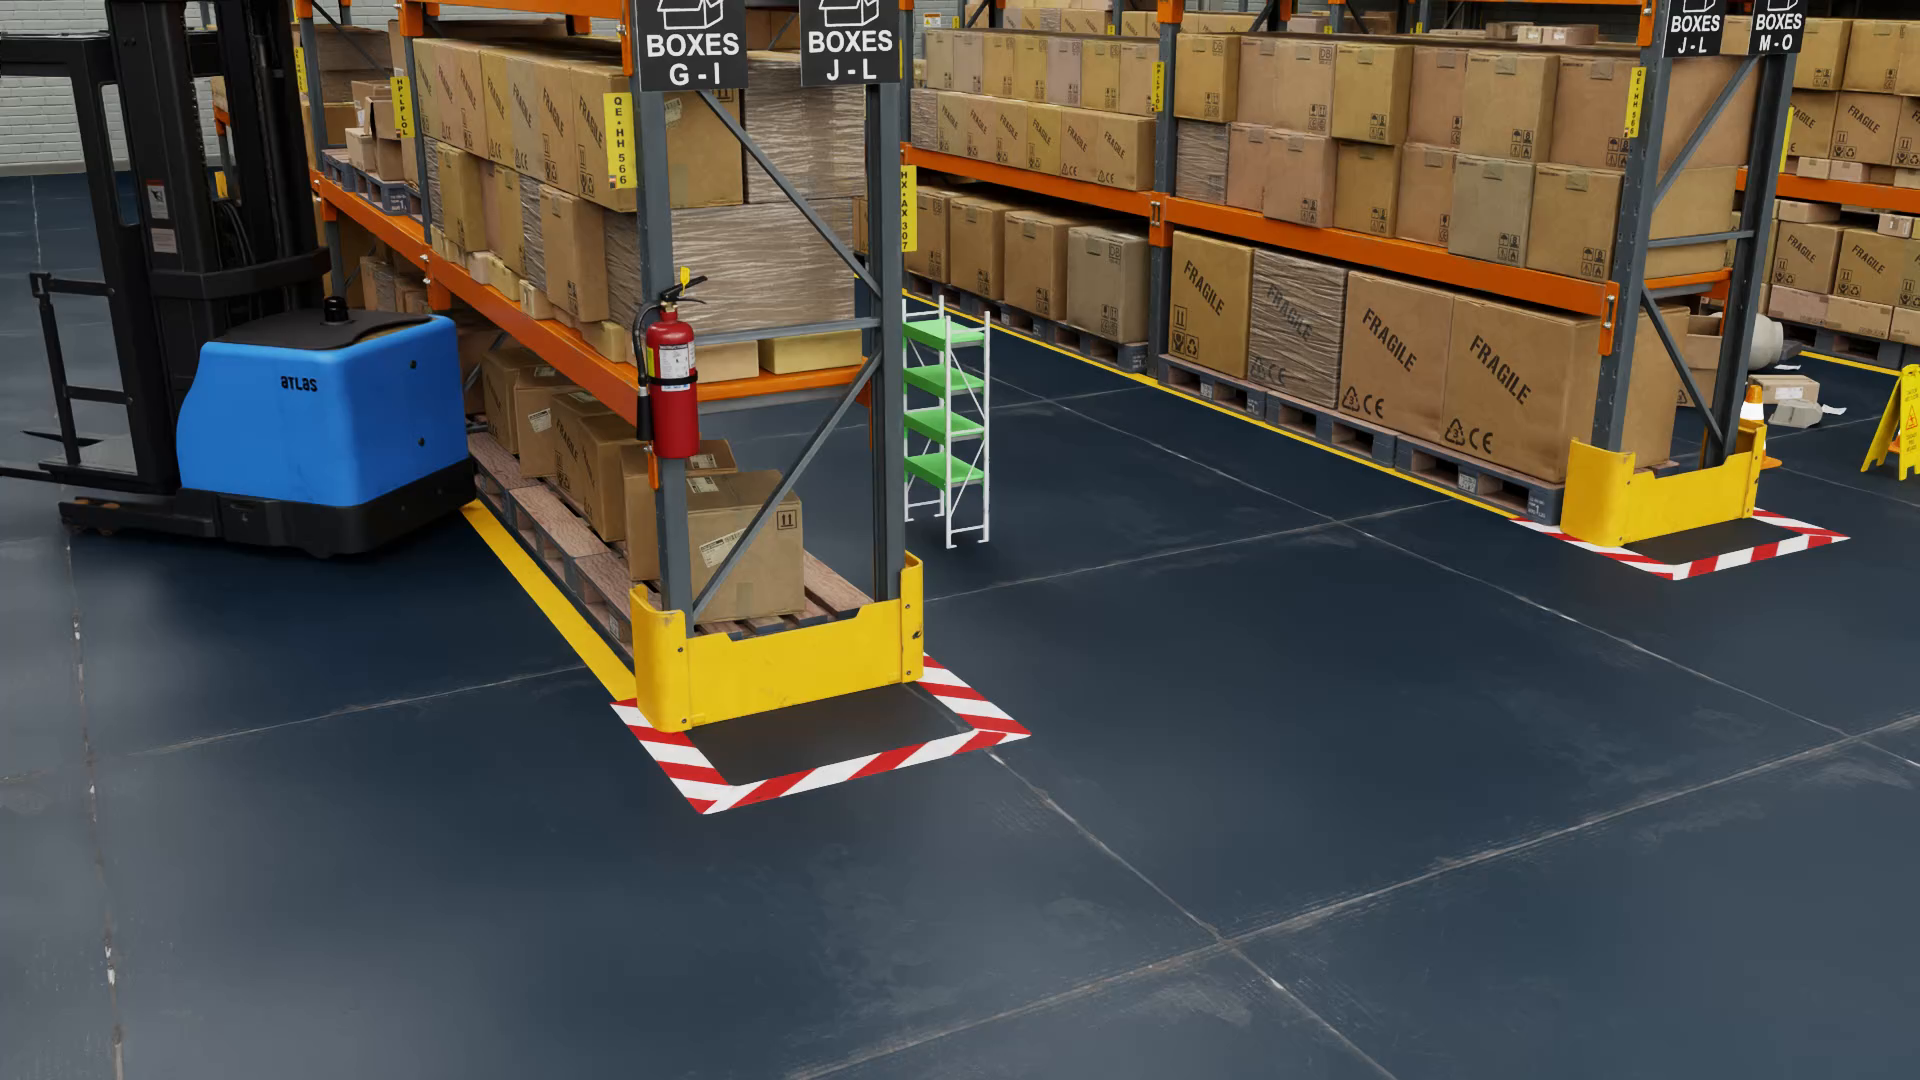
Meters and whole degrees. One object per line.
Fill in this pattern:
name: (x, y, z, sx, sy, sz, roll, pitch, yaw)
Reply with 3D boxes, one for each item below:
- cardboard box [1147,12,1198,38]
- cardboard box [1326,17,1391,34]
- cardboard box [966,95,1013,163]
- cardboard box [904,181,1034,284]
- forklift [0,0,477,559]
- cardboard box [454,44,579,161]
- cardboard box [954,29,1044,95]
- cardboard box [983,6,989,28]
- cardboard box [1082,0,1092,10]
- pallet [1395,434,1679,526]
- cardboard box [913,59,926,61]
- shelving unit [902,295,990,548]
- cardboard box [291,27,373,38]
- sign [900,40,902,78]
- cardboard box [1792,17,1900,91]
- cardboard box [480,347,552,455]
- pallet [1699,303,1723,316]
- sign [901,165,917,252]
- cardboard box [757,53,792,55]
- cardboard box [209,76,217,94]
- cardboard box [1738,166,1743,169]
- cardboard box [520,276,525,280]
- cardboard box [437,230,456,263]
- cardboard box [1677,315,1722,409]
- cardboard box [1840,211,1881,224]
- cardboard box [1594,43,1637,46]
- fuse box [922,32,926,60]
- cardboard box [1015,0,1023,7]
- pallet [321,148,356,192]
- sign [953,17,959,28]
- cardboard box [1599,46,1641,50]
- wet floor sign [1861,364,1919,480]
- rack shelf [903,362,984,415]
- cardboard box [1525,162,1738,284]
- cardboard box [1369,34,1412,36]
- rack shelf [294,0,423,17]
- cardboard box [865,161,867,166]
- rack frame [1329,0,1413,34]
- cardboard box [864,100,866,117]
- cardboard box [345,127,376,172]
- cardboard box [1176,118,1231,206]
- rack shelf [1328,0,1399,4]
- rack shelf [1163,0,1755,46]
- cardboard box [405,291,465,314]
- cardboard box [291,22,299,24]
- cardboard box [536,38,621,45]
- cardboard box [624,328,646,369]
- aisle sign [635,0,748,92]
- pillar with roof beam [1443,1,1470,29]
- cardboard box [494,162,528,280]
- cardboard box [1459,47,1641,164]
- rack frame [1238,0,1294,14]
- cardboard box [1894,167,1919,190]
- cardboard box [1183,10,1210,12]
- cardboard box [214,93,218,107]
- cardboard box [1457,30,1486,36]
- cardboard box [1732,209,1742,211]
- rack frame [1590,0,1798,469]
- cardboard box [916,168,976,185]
cardboard box: (2.555, -5.967, 19.638, 0.500, 0.500, 0.500, -10, 21, -27)
cardboard box: (4.214, -5.310, 17.736, 0.500, 0.500, 0.500, -11, 22, -28)
cardboard box: (0.383, -3.401, 13.737, 0.500, 0.500, 0.500, -10, 21, -27)
cardboard box: (0.134, -2.762, 14.841, 1.050, 0.750, 0.750, -10, 22, -27)
forklift: (-4.208, -1.567, 8.678, 3.031, 2.935, 1.130, 7, 20, 19)
cardboard box: (-2.124, -2.133, 8.071, 0.500, 0.500, 0.500, -10, 21, -27)
cardboard box: (0.370, -4.060, 14.112, 0.700, 0.500, 0.500, -10, 22, -27)
cardboard box: (0.662, -7.098, 22.918, 0.500, 0.500, 0.500, -11, 22, -28)
cardboard box: (1.767, -6.791, 21.031, 0.380, 0.149, 0.250, -10, 21, -27)
pallet: (3.275, -0.418, 9.519, 1.003, 0.211, 1.213, -10, 21, -27)
cardboard box: (-0.493, -4.563, 16.085, 0.380, 0.149, 0.250, -11, 22, -29)
shelving unit: (-0.079, -0.615, 8.573, 0.258, 1.200, 0.503, -10, 21, -27)
cardboard box: (-5.453, -4.189, 14.481, 0.797, 0.503, 0.637, -9, 21, -25)
sign: (-0.549, -4.238, 14.662, 0.100, 0.325, 0.005, -10, 21, -27)
cardboard box: (6.588, -3.665, 12.512, 0.700, 0.500, 0.500, -11, 22, -28)
cardboard box: (-2.435, -0.824, 9.608, 0.500, 0.500, 0.500, -11, 22, -28)
pallet: (6.482, -1.957, 13.980, 1.003, 0.211, 1.213, -10, 21, -27)
sign: (-0.213, -1.273, 6.394, 0.100, 0.325, 0.005, -10, 21, -27)
cardboard box: (-1.936, -4.987, 17.315, 0.380, 0.149, 0.250, -10, 21, -26)
cardboard box: (-8.297, -5.263, 19.058, 0.500, 0.250, 0.500, -11, 22, -28)
cardboard box: (6.318, -3.068, 13.309, 0.380, 0.149, 0.250, -10, 21, -27)
cardboard box: (-1.869, -1.207, 7.917, 0.380, 0.149, 0.250, -10, 21, -27)
cardboard box: (-2.645, -1.627, 9.133, 0.380, 0.149, 0.250, -10, 21, -27)
cardboard box: (4.969, -1.246, 11.472, 0.637, 0.503, 0.797, 7, 20, 20)
cardboard box: (7.135, -2.296, 13.107, 0.500, 0.500, 0.500, -9, 21, -24)
cardboard box: (5.923, -4.172, 14.870, 0.500, 0.500, 0.500, -10, 21, -26)
fuse box: (-0.347, -8.197, 29.763, 0.539, 1.711, 0.414, -10, 21, -27)
cardboard box: (0.962, -7.215, 22.260, 0.380, 0.149, 0.250, -10, 21, -26)
pallet: (-4.057, -2.797, 12.433, 1.213, 0.211, 1.003, -10, 21, -27)
sign: (-0.058, -7.270, 23.653, 0.100, 0.325, 0.005, -10, 21, -27)
cardboard box: (5.711, -3.946, 14.216, 0.500, 0.500, 0.500, -10, 22, -28)
wet floor sign: (5.479, -0.704, 9.683, 0.267, 0.644, 0.232, -14, 24, -36)
rack shelf: (-0.079, -0.781, 8.516, 0.258, 0.148, 0.480, -10, 21, -27)
cardboard box: (3.507, -1.689, 8.698, 0.875, 0.550, 0.550, -10, 21, -27)
cardboard box: (4.243, -4.832, 16.784, 0.500, 0.500, 0.500, -11, 22, -28)
rack shelf: (-5.439, -4.728, 14.239, 1.077, 0.370, 4.000, -10, 21, -27)
cardboard box: (-1.108, -3.634, 16.603, 0.500, 0.250, 0.500, -9, 21, -25)
rack frame: (4.233, -4.611, 17.396, 1.000, 3.000, 0.127, -10, 21, -27)
cardboard box: (-0.715, -3.965, 15.266, 0.380, 0.149, 0.250, -10, 21, -26)
cardboard box: (-3.895, -2.687, 11.406, 0.500, 0.250, 0.500, -11, 22, -28)
cardboard box: (2.009, -2.634, 11.436, 0.875, 0.550, 0.550, -10, 21, -27)
rack shelf: (3.283, -6.263, 18.687, 1.077, 0.370, 4.000, -10, 21, -27)
rack shelf: (2.773, -3.171, 9.726, 1.077, 0.370, 4.000, -10, 21, -27)
cardboard box: (-3.338, -1.434, 11.346, 0.700, 0.500, 0.500, -12, 22, -31)
cardboard box: (-7.825, -5.698, 19.169, 0.500, 0.500, 0.500, -10, 21, -26)
cardboard box: (-1.895, -2.358, 8.725, 0.500, 0.500, 0.500, -10, 21, -27)
cardboard box: (-1.125, -0.782, 6.685, 0.380, 0.149, 0.250, -10, 21, -27)
aisle sign: (-0.925, -1.944, 5.681, 0.394, 0.787, 0.004, -10, 21, -27)
pillar with roof beam: (3.374, -9.038, 21.027, 9.100, 9.000, 0.400, -10, 21, -27)
cardboard box: (-1.697, -1.550, 7.915, 0.875, 0.500, 0.500, -10, 21, -27)
cardboard box: (3.239, -2.356, 8.976, 0.875, 0.550, 0.550, -10, 21, -27)
rack frame: (4.800, -7.677, 26.282, 1.000, 3.000, 0.127, -10, 21, -27)
cardboard box: (6.997, -2.626, 12.029, 0.380, 0.149, 0.250, -10, 22, -27)
cardboard box: (2.766, -6.190, 20.285, 0.500, 0.500, 0.500, -9, 21, -25)
cardboard box: (-8.287, -5.027, 18.987, 0.380, 0.149, 0.250, -10, 22, -27)
cardboard box: (6.978, -6.453, 21.936, 0.700, 0.500, 0.500, -10, 21, -26)
cardboard box: (6.174, -2.505, 13.714, 0.500, 0.500, 0.500, -9, 21, -24)
rack frame: (3.723, -1.519, 8.434, 1.000, 3.000, 0.127, -10, 21, -27)
cardboard box: (-0.190, -3.422, 15.989, 0.500, 0.250, 0.500, -11, 22, -29)
